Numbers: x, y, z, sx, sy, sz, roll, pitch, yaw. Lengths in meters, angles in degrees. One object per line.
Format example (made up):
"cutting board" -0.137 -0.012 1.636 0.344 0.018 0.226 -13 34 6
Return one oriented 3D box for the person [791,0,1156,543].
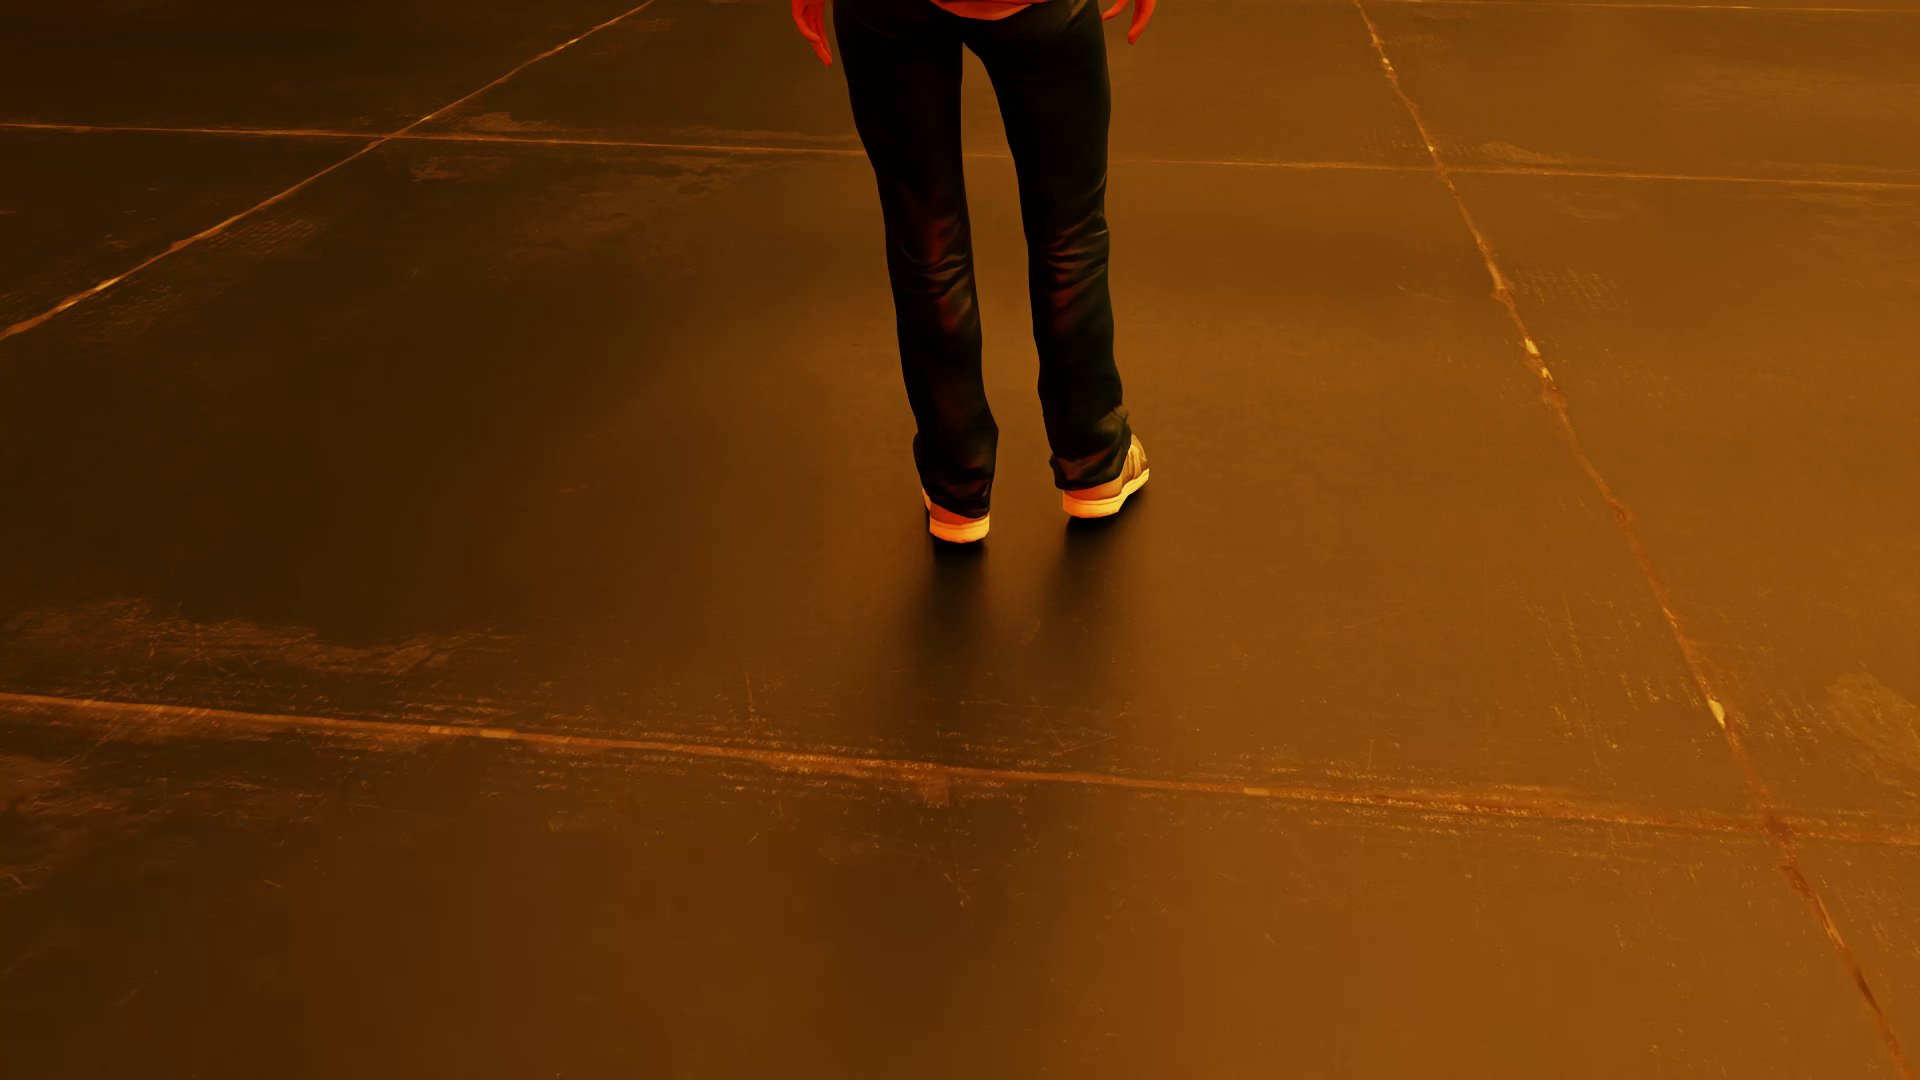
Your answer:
"person" 0.024 -0.753 2.204 0.520 1.597 0.476 3 27 7
